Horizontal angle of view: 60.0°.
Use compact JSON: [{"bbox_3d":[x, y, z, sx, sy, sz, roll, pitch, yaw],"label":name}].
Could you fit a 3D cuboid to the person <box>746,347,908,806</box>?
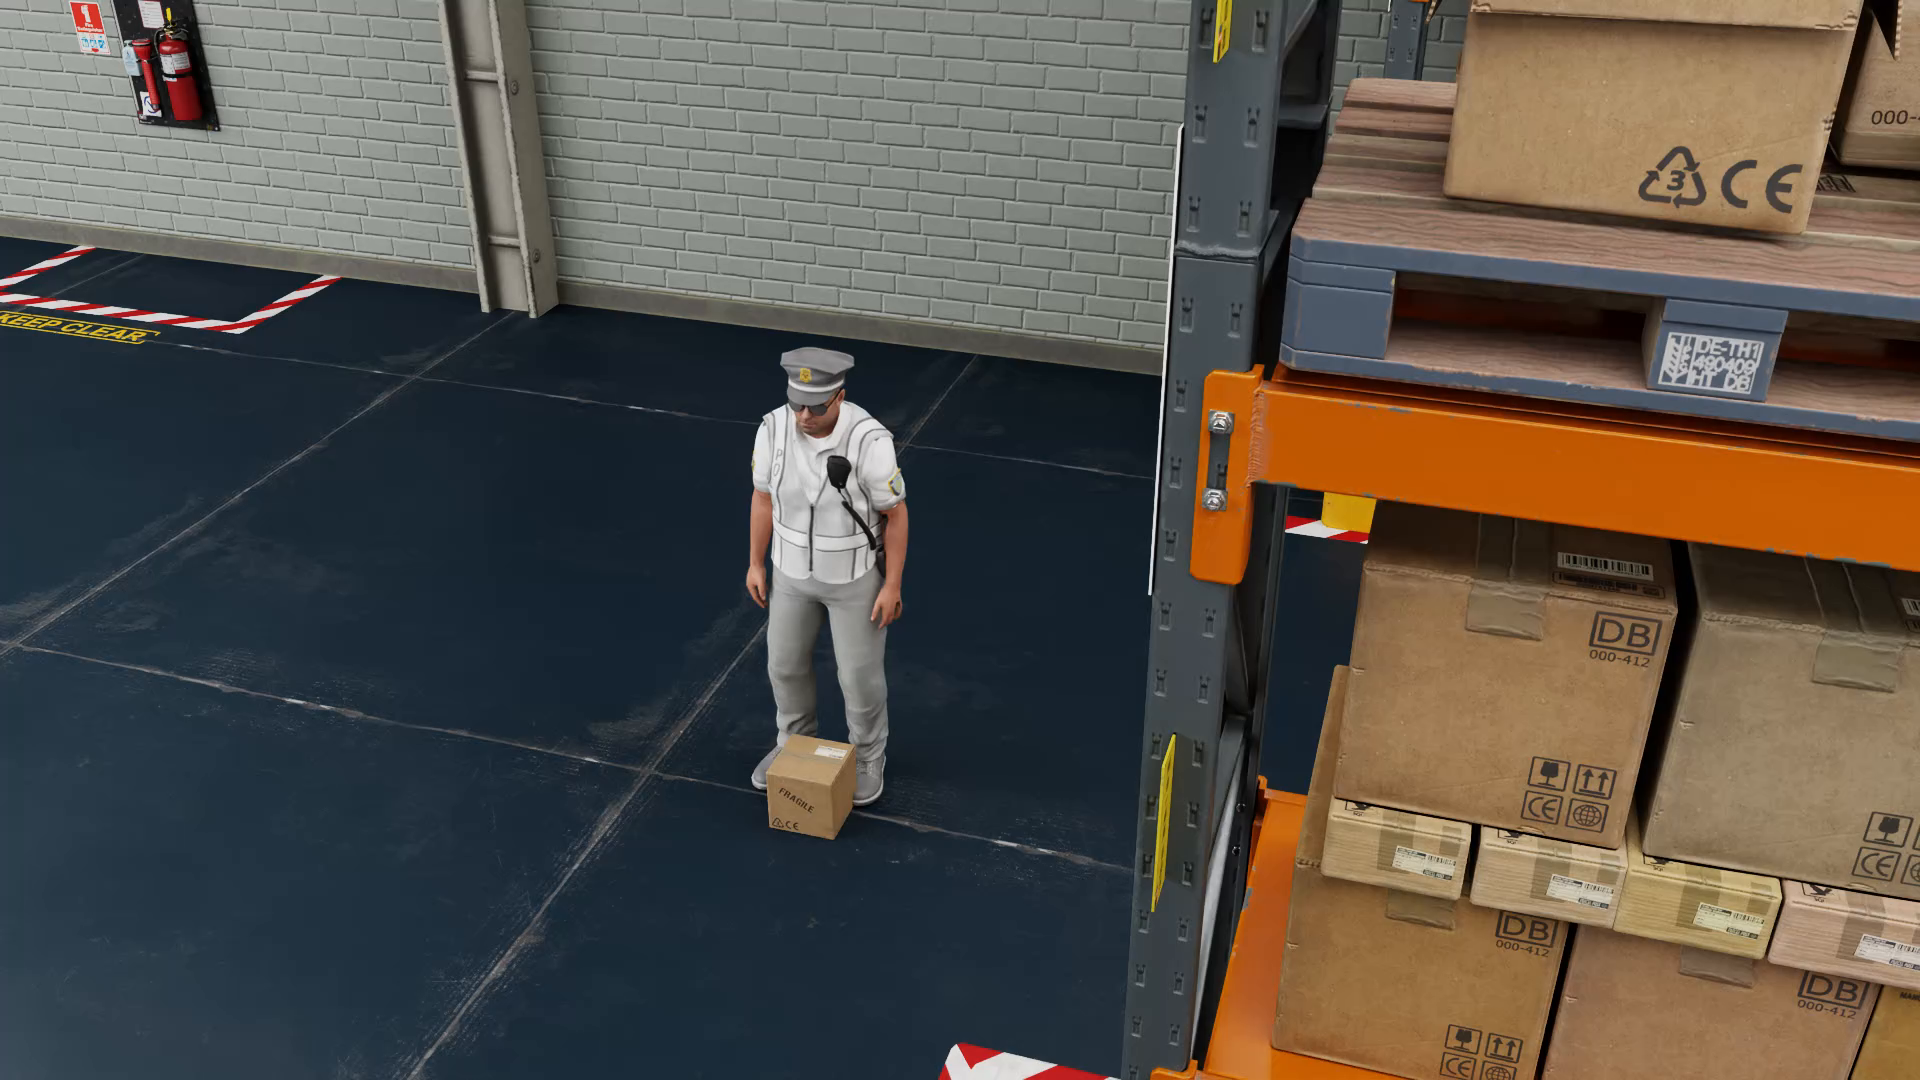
[{"bbox_3d":[-0.467,0.112,5.916,0.587,1.748,0.436,9,30,15],"label":"person"}]
